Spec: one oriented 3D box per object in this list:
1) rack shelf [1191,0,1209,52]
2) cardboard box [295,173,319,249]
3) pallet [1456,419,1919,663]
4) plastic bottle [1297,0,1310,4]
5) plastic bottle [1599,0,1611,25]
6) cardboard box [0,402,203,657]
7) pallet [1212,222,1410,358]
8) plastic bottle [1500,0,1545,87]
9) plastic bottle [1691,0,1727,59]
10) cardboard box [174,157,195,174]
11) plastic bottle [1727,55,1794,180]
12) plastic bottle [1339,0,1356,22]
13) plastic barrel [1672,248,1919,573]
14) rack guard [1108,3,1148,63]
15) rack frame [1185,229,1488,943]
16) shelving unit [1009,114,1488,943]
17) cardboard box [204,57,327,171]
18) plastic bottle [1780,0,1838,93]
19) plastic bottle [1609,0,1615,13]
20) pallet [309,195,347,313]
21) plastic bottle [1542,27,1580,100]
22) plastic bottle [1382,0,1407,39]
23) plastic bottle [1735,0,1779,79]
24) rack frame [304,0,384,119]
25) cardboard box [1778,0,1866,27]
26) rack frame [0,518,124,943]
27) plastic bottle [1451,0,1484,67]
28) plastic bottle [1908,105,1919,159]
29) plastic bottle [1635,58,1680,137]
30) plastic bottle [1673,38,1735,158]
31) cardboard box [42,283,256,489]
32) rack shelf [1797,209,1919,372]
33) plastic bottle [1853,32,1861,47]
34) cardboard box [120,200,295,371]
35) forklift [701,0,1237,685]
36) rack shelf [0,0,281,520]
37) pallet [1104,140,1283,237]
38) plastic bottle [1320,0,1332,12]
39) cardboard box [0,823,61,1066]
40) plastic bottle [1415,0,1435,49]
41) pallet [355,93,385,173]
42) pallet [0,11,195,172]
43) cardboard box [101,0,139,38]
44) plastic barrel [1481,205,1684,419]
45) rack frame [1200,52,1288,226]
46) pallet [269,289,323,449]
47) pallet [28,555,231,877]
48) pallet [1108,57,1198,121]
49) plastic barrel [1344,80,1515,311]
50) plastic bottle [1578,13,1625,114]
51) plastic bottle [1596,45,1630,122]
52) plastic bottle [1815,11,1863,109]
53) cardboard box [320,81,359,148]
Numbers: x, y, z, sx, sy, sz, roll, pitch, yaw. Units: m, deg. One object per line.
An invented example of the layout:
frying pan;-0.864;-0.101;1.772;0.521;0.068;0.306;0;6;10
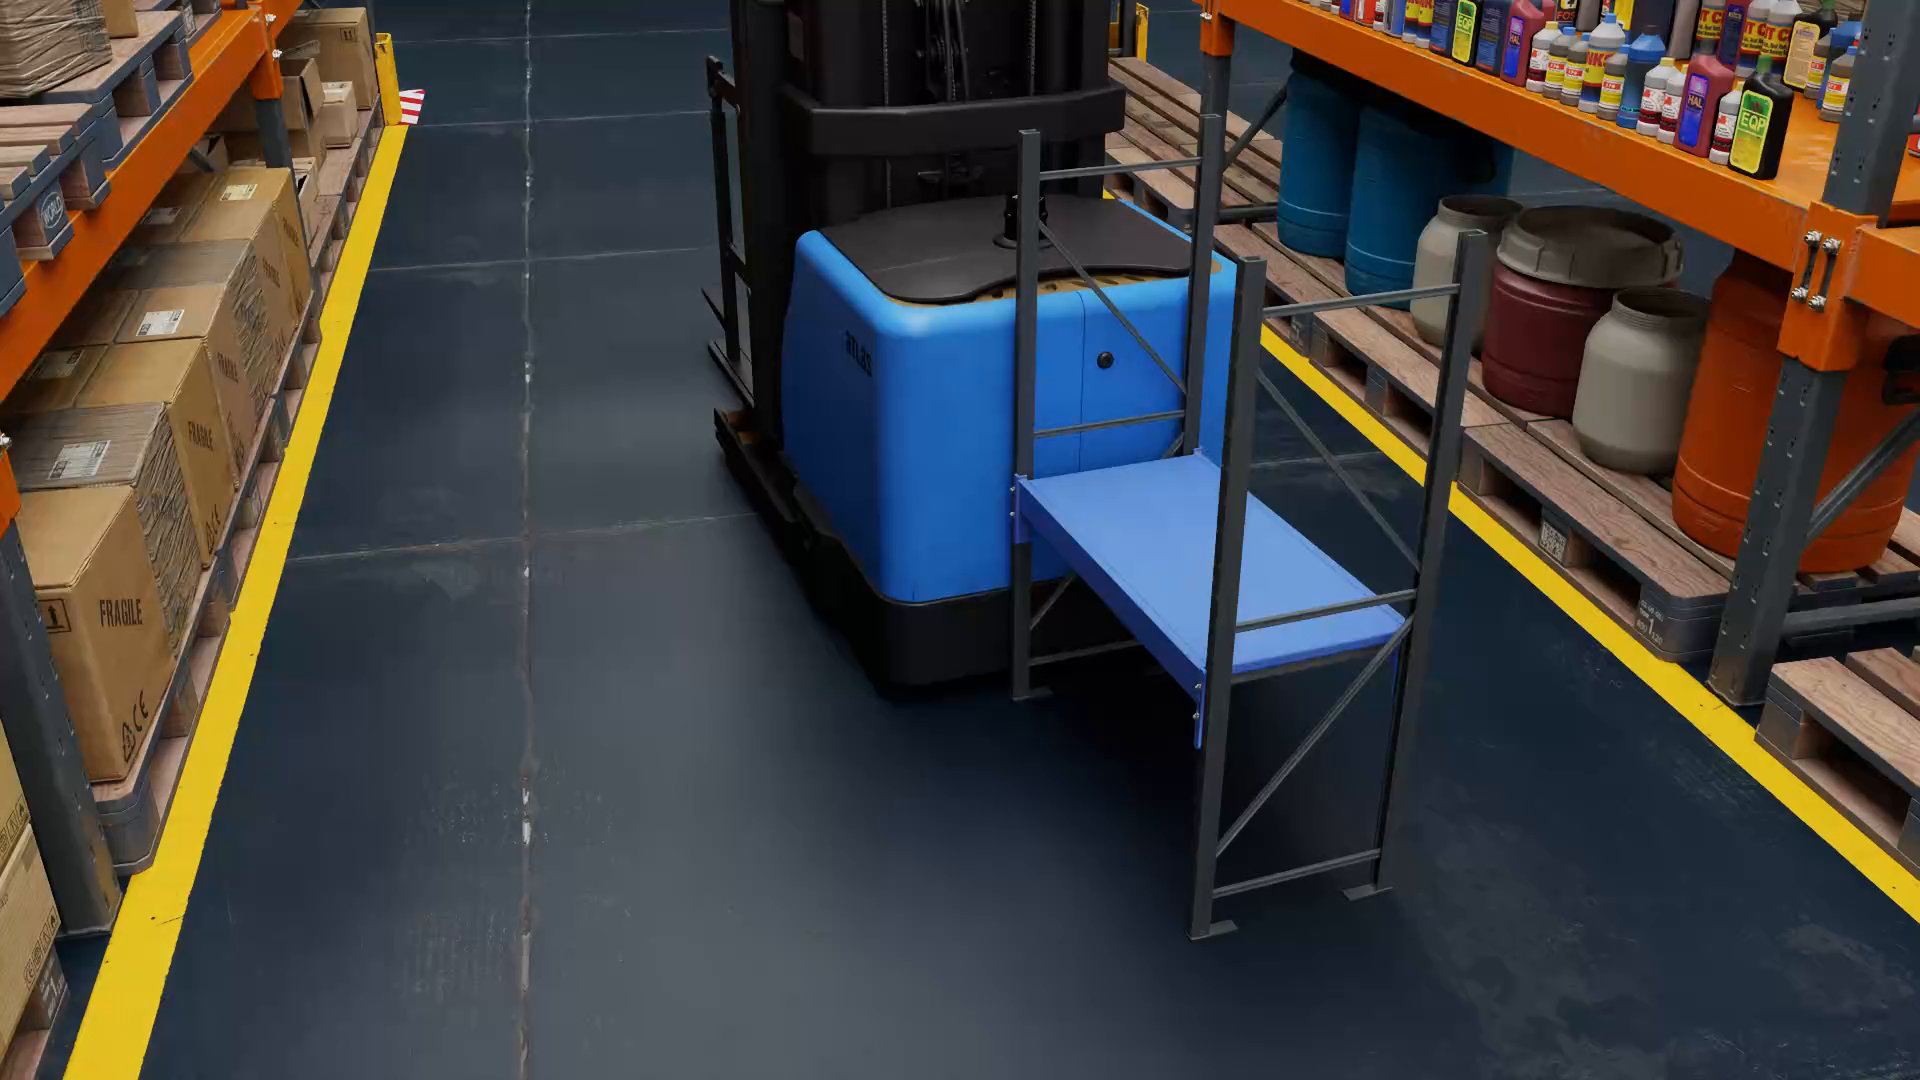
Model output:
rack shelf;1.151;-3.283;9.223;1.077;0.370;4.000;-6;27;-12
cardboard box;-3.109;-1.427;7.243;0.500;0.311;0.500;-6;27;-12
pallet;2.285;-0.067;5.148;1.003;0.211;1.213;-6;27;-12
plastic bottle;1.418;-2.268;6.552;0.152;0.276;0.135;-6;27;-12
plastic bottle;2.337;-1.906;5.918;0.097;0.201;0.097;0;27;0
cardboard box;-2.271;-0.007;4.221;0.500;0.500;0.500;-7;28;-13
pallet;1.735;-1.138;7.270;1.003;0.211;1.213;-6;27;-12
plastic bottle;1.739;-1.554;5.129;0.061;0.283;0.133;-6;27;-12
plastic bottle;2.461;-1.696;5.423;0.097;0.271;0.097;0;27;0
cardboard box;-3.630;-1.526;7.231;0.500;0.500;0.500;-6;27;-12
plastic bottle;1.997;-1.052;4.135;0.061;0.283;0.133;-6;27;-12
plastic bottle;1.469;-2.079;6.170;0.061;0.283;0.133;-6;27;-12
plastic barrel;2.377;-0.401;4.659;0.600;0.830;0.708;-6;27;-12
rack guard;0.682;-3.375;11.382;1.175;0.500;0.348;-6;27;-12
rack frame;0.723;0.144;3.300;0.500;1.500;0.032;-9;28;-18
shelving unit;0.547;-0.071;3.726;0.538;1.500;1.048;-9;28;-18
cardboard box;-3.653;-2.131;8.424;0.797;0.503;0.637;-6;27;-12
plastic bottle;2.579;-1.508;5.039;0.061;0.283;0.133;-6;27;-12
plastic bottle;2.308;-1.873;5.774;0.097;0.271;0.097;0;27;0
pallet;-3.379;-1.281;7.554;1.003;0.211;1.213;-6;27;-12
plastic bottle;1.805;-1.425;4.966;0.097;0.201;0.097;0;27;0
plastic bottle;1.596;-1.920;5.863;0.152;0.276;0.135;-6;27;-12
plastic bottle;2.513;-1.594;5.223;0.097;0.271;0.097;0;27;0
rack frame;-4.126;-3.980;9.807;1.000;3.000;0.127;-6;27;-12
cardboard box;5.953;-3.551;10.849;0.875;0.875;0.875;-6;27;-12
rack frame;-2.323;-0.468;2.849;1.000;3.000;0.127;-6;27;-12
plastic bottle;1.667;-1.693;5.405;0.061;0.283;0.133;-6;27;-12
plastic bottle;2.573;-1.122;4.281;0.152;0.276;0.135;-6;27;-12
plastic bottle;1.914;-1.212;4.542;0.097;0.201;0.097;0;27;0
plastic bottle;1.945;-1.153;4.335;0.061;0.283;0.133;-6;27;-12
cardboard box;-2.502;-0.456;5.111;0.500;0.500;0.500;-7;28;-13
rack shelf;2.954;0.229;2.265;1.077;0.370;4.000;-6;27;-12
plastic bottle;2.617;-1.340;4.714;0.152;0.276;0.135;-6;27;-12
cardboard box;-2.731;-0.899;5.989;0.500;0.500;0.500;-6;27;-11
forklift;-0.217;-1.573;5.113;1.130;2.935;3.031;-9;28;-18
rack shelf;-2.774;-1.025;4.751;1.077;0.370;4.000;-6;27;-12
pallet;1.398;-1.800;8.581;1.003;0.211;1.213;-6;27;-12
plastic bottle;1.439;-2.138;6.377;0.097;0.201;0.097;0;27;0
cardboard box;-1.967;0.778;2.965;0.500;0.250;0.500;-5;27;-10
plastic bottle;1.617;-1.822;5.673;0.097;0.271;0.097;0;27;0
pallet;-3.929;-2.352;9.676;1.003;0.211;1.213;-6;27;-12
pallet;-2.766;-1.236;4.583;1.003;0.211;1.213;-6;27;-12
cardboard box;-2.766;-1.687;4.687;0.700;0.500;0.500;-13;30;-25
plastic barrel;2.122;-0.789;5.695;0.600;0.588;0.708;-6;27;-12
rack frame;1.602;-2.726;7.321;1.000;3.000;0.127;-6;27;-12
pallet;-3.005;-0.626;6.256;1.003;0.211;1.213;-6;27;-12
pallet;-2.455;0.445;4.134;1.003;0.211;1.213;-6;27;-12
pallet;0.849;-2.871;10.704;1.003;0.211;1.213;-6;27;-12
plastic barrel;1.868;-1.425;6.607;0.600;0.901;0.708;-6;27;-12
plastic bottle;1.849;-1.371;4.781;0.097;0.271;0.097;0;27;0
plastic bottle;1.871;-1.297;4.712;0.097;0.201;0.097;0;27;0
plastic bottle;2.558;-1.386;4.809;0.097;0.271;0.097;0;27;0
cardboard box;-3.579;-2.315;9.072;0.500;0.250;0.500;-6;27;-12
